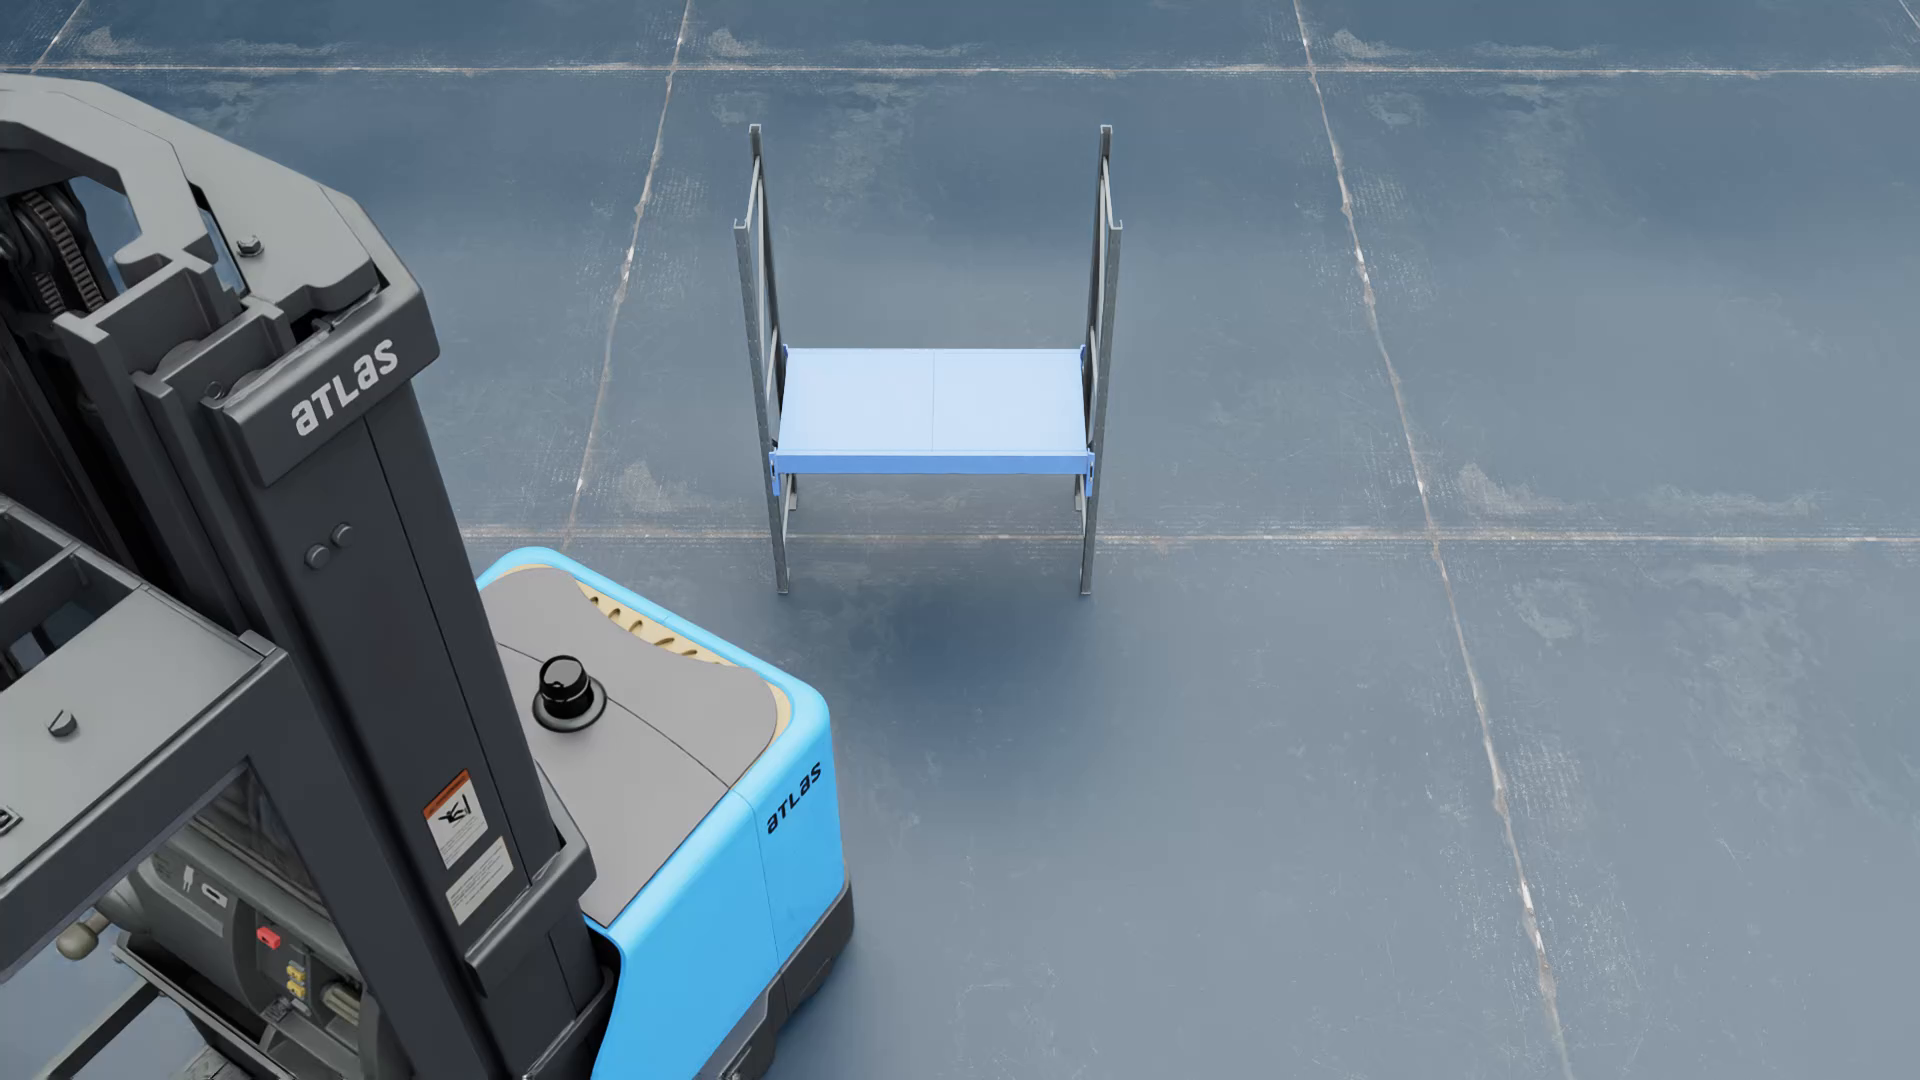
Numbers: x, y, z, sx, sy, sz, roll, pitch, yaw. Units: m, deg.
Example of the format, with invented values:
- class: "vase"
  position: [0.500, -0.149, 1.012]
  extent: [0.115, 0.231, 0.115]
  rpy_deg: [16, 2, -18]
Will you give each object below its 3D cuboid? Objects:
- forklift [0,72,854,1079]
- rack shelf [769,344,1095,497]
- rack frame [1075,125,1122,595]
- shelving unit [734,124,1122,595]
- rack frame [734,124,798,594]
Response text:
- class: "forklift"
  position: [-1.515, 0.824, 2.981]
  extent: [1.130, 2.935, 3.031]
  rpy_deg: [25, 52, 22]
- class: "rack shelf"
  position: [-0.085, -0.389, 5.333]
  extent: [1.000, 0.185, 0.538]
  rpy_deg: [0, 47, 0]
- class: "rack frame"
  position: [0.423, -0.510, 5.200]
  extent: [0.032, 1.500, 0.500]
  rpy_deg: [0, 47, 0]
- class: "shelving unit"
  position: [-0.085, -0.511, 5.201]
  extent: [1.048, 1.500, 0.538]
  rpy_deg: [0, 47, 0]
- class: "rack frame"
  position: [-0.594, -0.513, 5.203]
  extent: [0.032, 1.500, 0.500]
  rpy_deg: [0, 47, 0]
